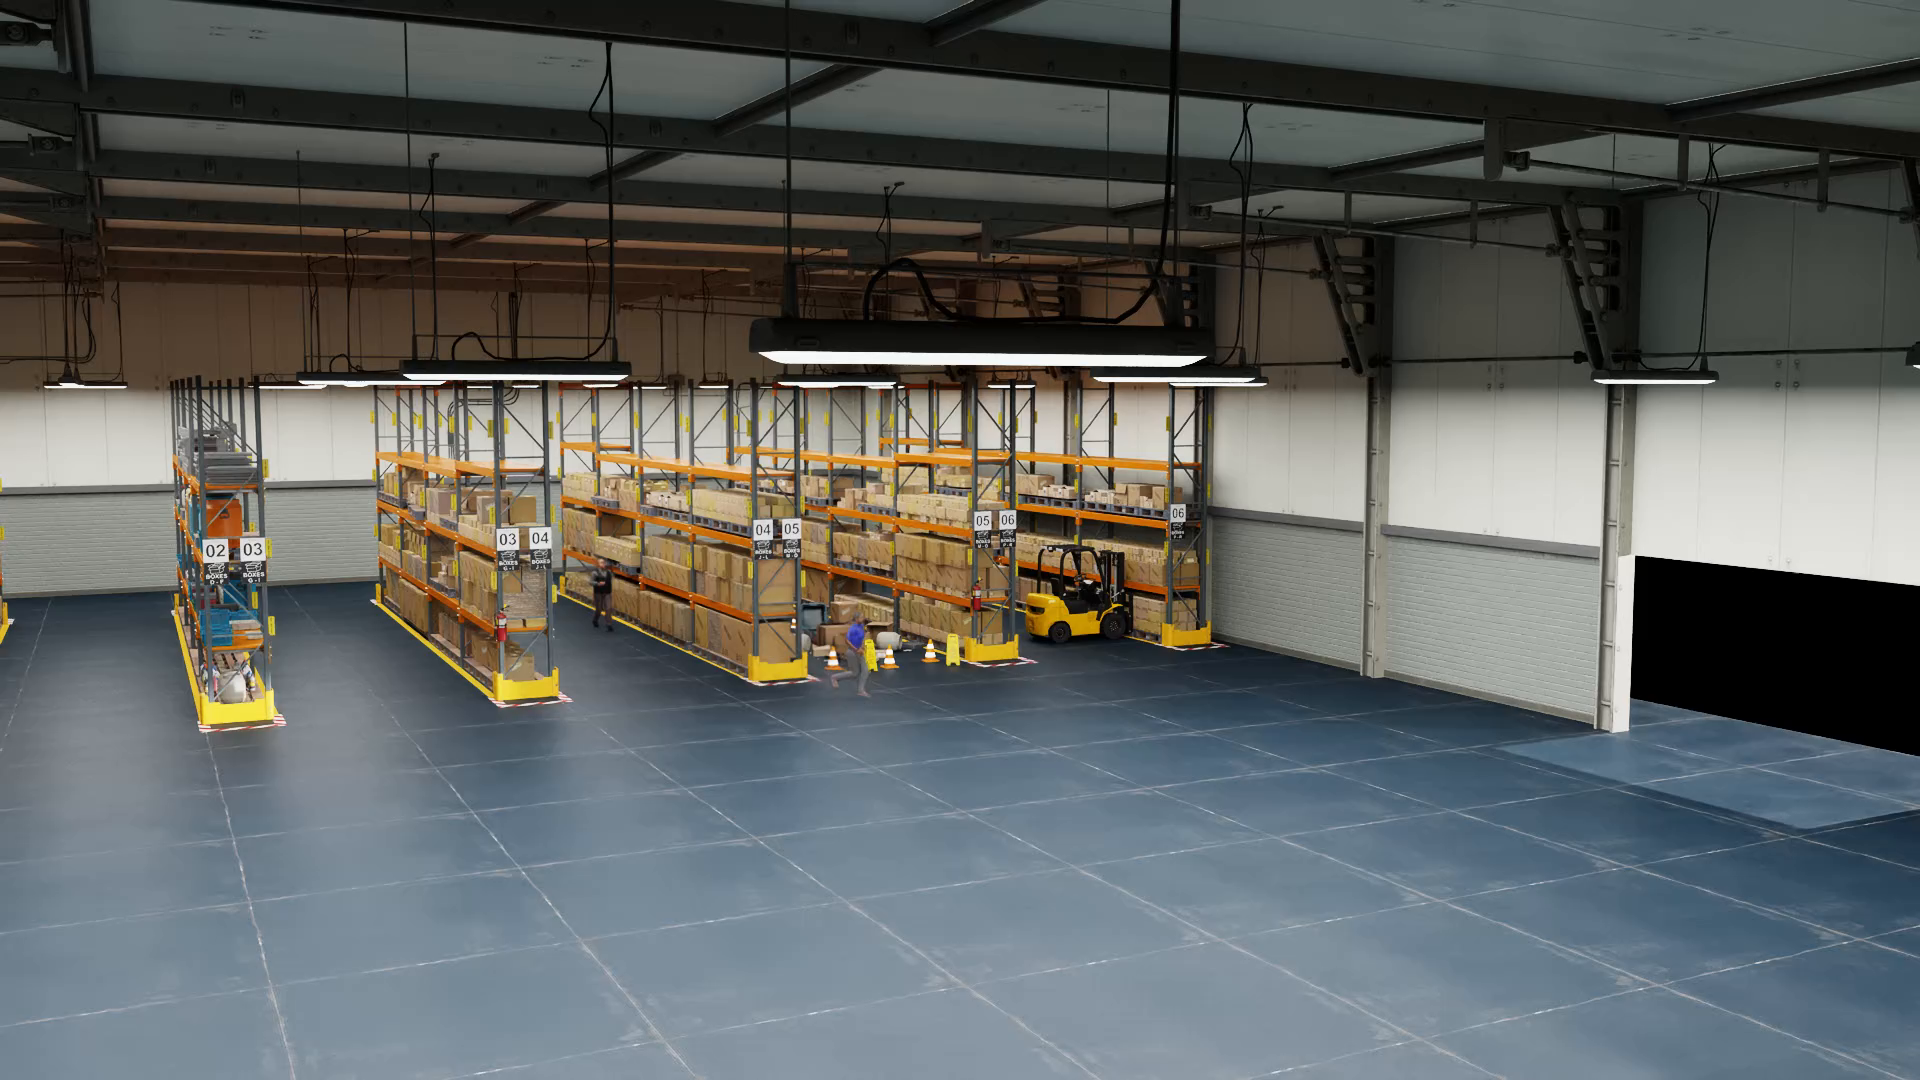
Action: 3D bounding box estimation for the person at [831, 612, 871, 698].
[{"bbox_3d":[-2.035,2.152,31.335,0.775,1.625,0.592,1,5,13],"label":"person"}]

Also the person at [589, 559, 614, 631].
[{"bbox_3d":[-8.533,1.299,39.727,0.667,1.697,0.947,-3,6,-33],"label":"person"}]

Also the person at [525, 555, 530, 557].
[{"bbox_3d":[-11.802,0.795,45.523,0.667,1.790,0.833,-2,5,-18],"label":"person"}]
